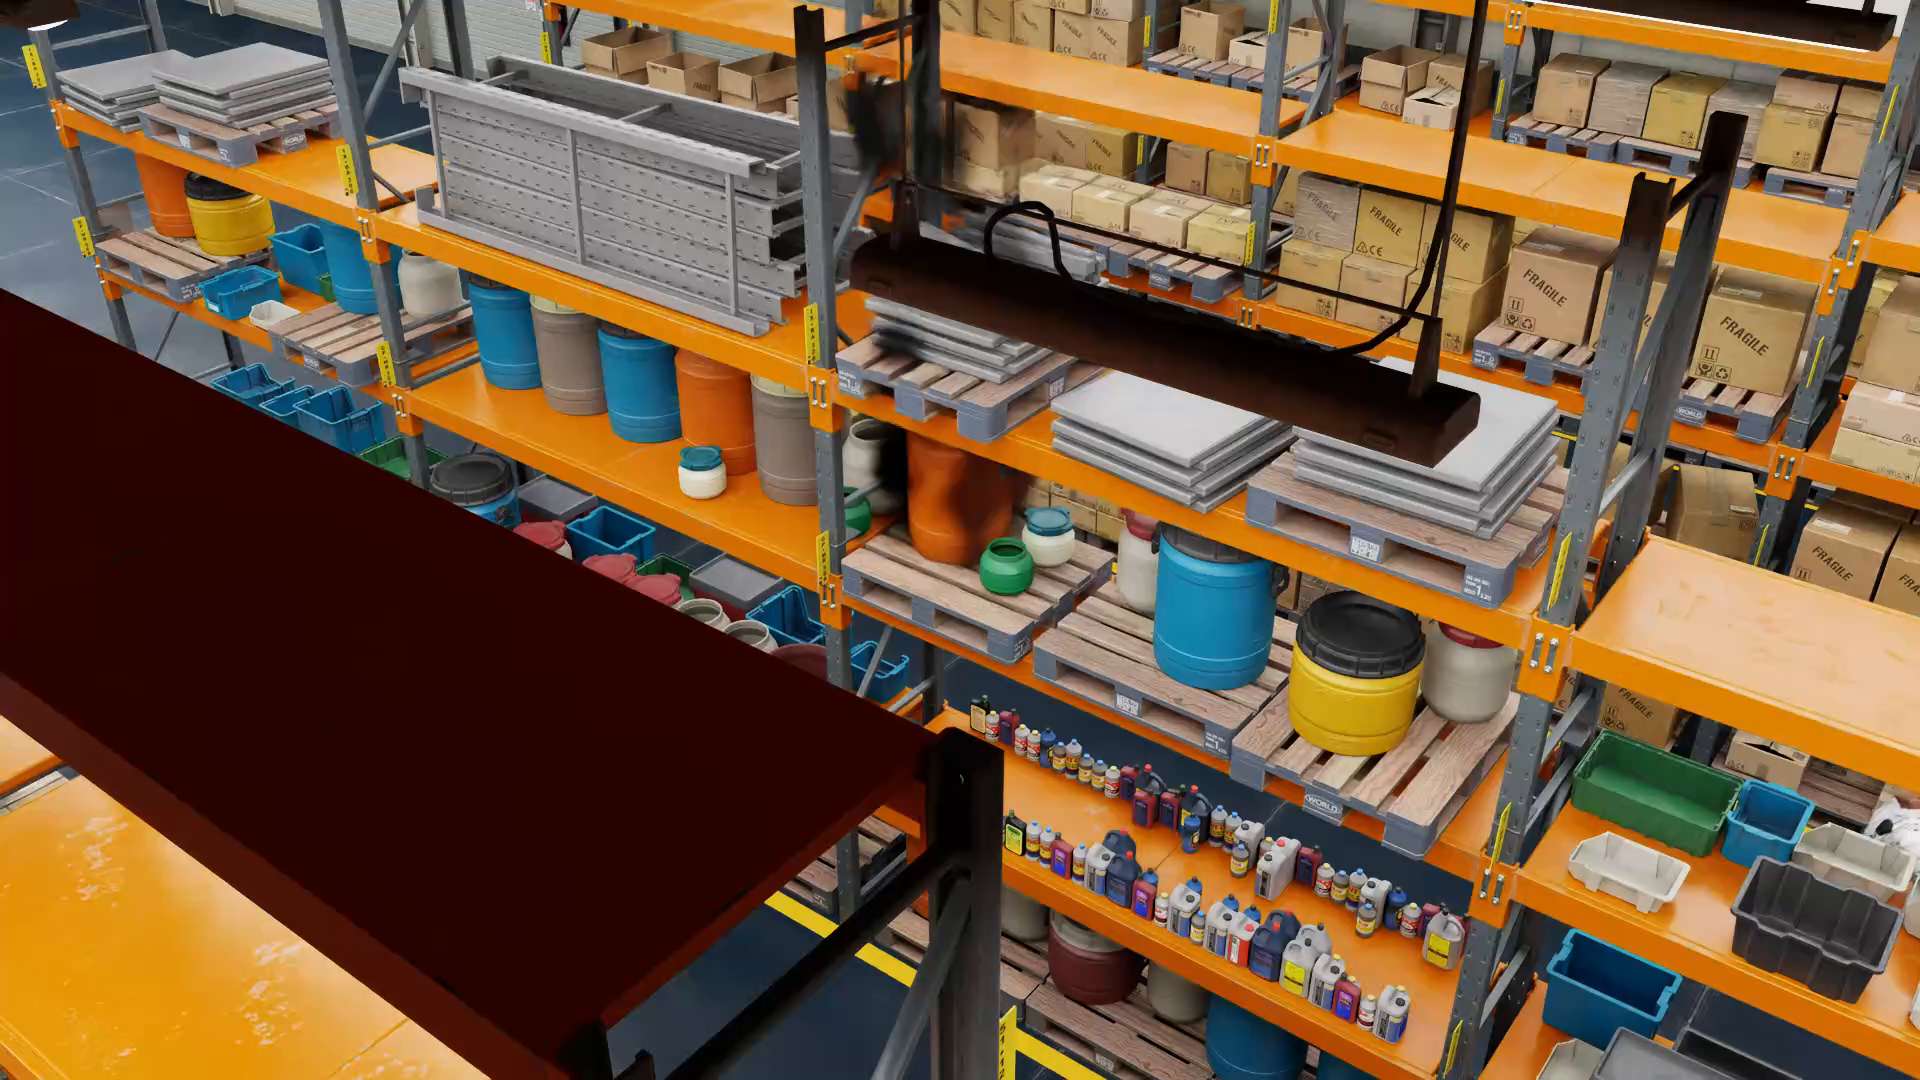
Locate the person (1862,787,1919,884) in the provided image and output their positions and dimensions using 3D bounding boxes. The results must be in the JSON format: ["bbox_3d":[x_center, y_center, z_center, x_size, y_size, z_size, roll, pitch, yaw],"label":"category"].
[{"bbox_3d":[5.690,2.058,10.237,0.536,1.748,0.654,17,35,26],"label":"person"}]
